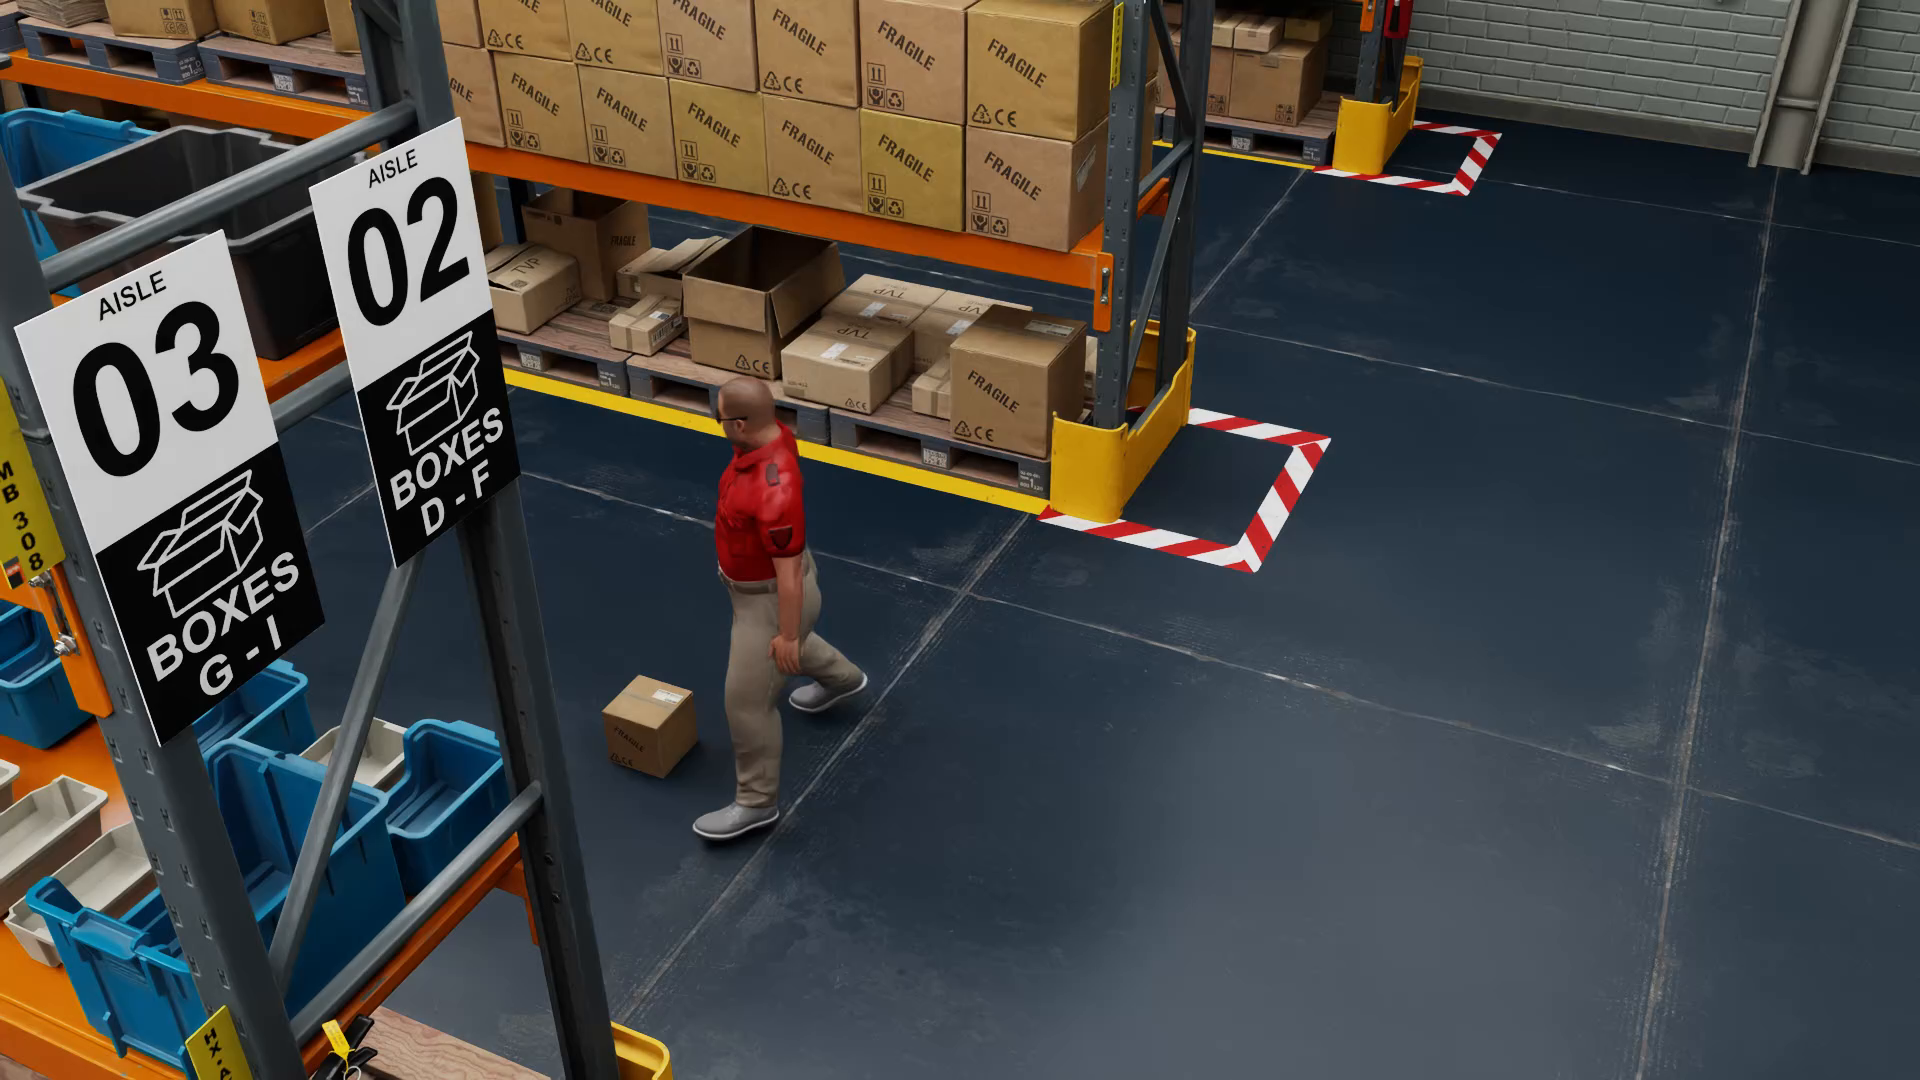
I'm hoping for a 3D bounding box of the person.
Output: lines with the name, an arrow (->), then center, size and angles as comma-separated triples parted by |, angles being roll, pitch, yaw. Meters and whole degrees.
person -> -0.669, 0.168, 5.910 | 0.729, 1.700, 0.770 | -6, 34, -9
